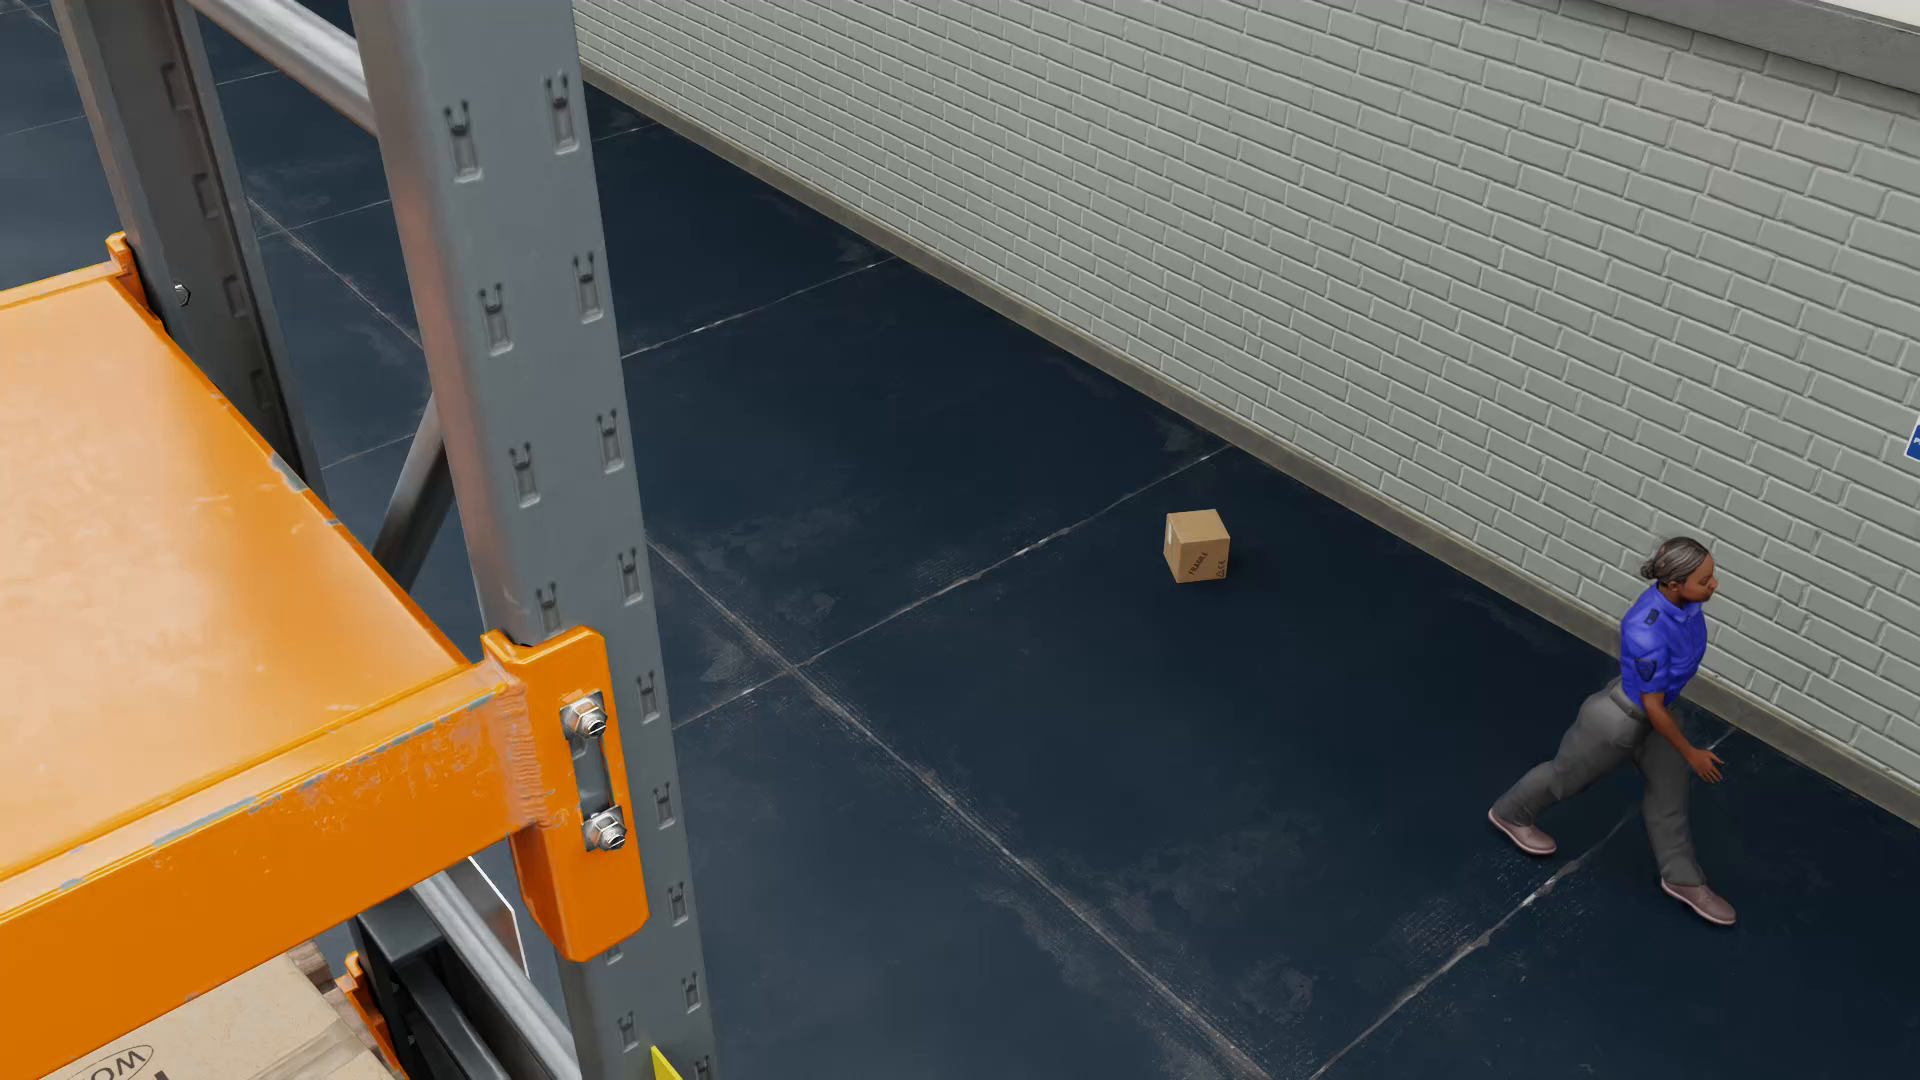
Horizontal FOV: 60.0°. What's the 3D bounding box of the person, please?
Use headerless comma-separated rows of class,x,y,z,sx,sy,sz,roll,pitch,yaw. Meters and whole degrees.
person,2.558,0.677,6.132,0.967,1.604,0.443,30,46,35
